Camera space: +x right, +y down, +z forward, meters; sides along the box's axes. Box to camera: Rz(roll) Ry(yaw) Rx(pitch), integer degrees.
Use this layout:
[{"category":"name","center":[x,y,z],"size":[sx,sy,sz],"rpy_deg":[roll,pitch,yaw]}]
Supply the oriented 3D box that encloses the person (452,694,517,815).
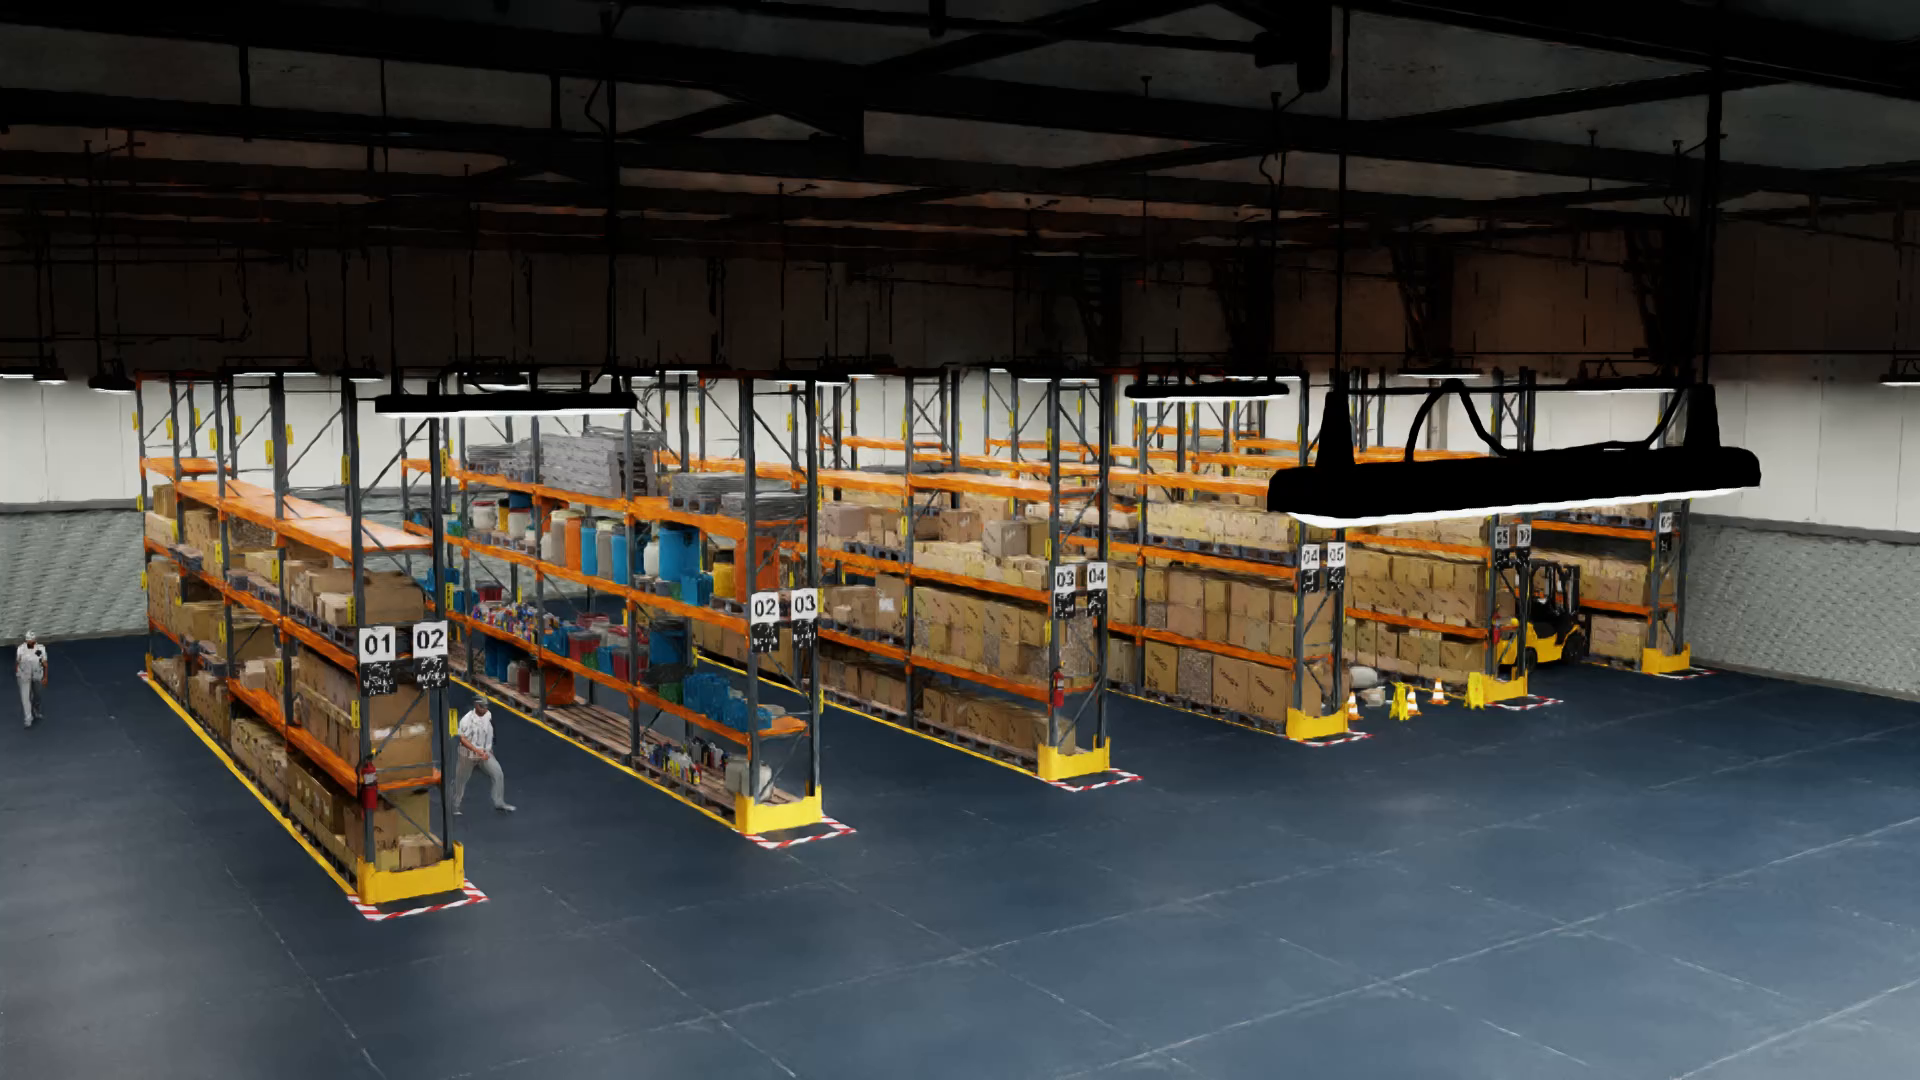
[{"category":"person","center":[-6.610,2.916,22.775],"size":[0.833,1.694,0.705],"rpy_deg":[5,8,37]}]

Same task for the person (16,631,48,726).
[{"category":"person","center":[-15.840,2.321,28.412],"size":[0.482,1.572,1.082],"rpy_deg":[-5,8,-35]}]

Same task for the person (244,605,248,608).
[{"category":"person","center":[-14.395,1.658,33.825],"size":[0.842,1.720,0.702],"rpy_deg":[5,8,38]}]
